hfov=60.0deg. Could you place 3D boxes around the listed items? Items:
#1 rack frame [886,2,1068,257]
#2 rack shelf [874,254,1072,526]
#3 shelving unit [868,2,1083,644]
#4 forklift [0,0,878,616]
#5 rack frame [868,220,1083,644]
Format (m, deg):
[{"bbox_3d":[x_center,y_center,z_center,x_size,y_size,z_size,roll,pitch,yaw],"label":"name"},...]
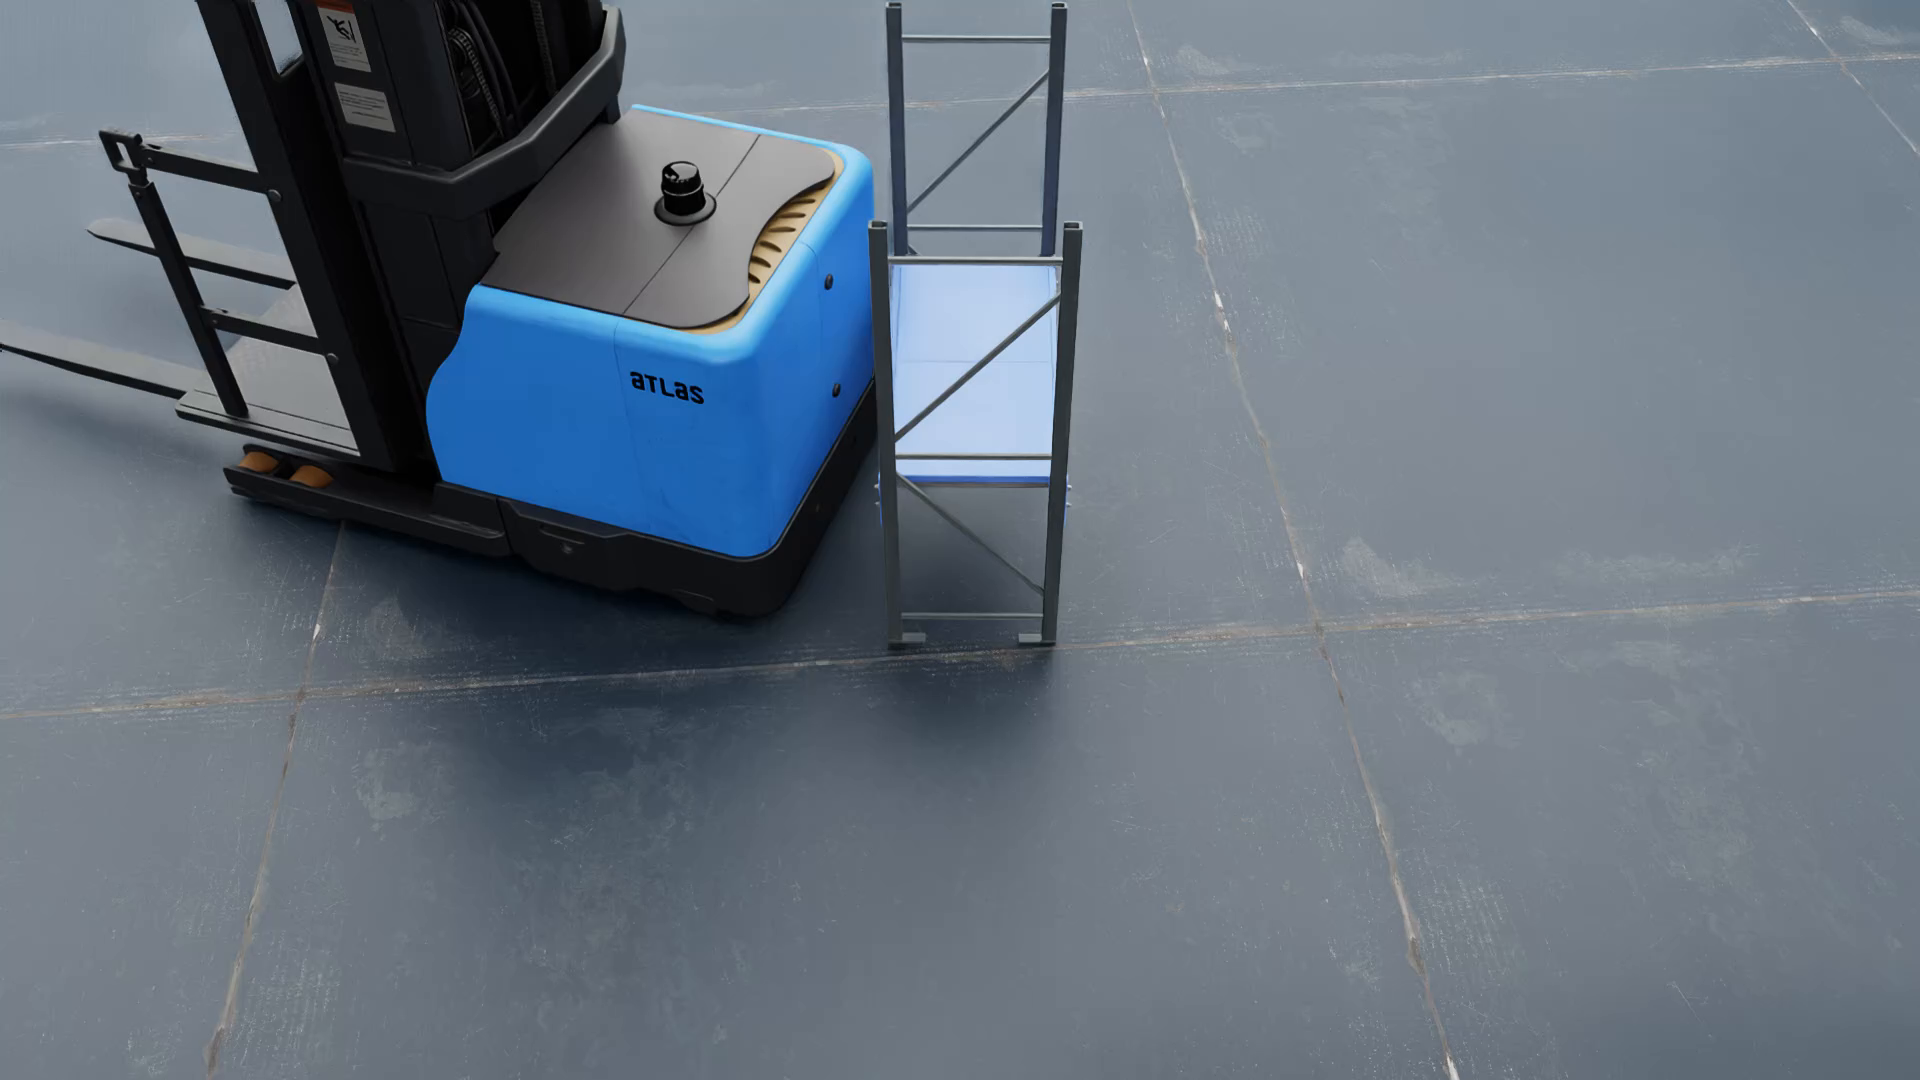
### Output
[{"bbox_3d":[0.046,-0.958,5.124,0.500,1.500,0.032,0,47,0],"label":"rack frame"},{"bbox_3d":[0.041,-0.465,4.905,0.538,0.185,1.000,0,47,0],"label":"rack shelf"},{"bbox_3d":[0.041,-0.589,4.774,0.538,1.500,1.048,0,47,0],"label":"shelving unit"},{"bbox_3d":[-1.815,-1.430,4.586,3.031,2.935,1.130,14,48,13],"label":"forklift"},{"bbox_3d":[0.036,-0.220,4.425,0.500,1.500,0.032,0,47,0],"label":"rack frame"}]
